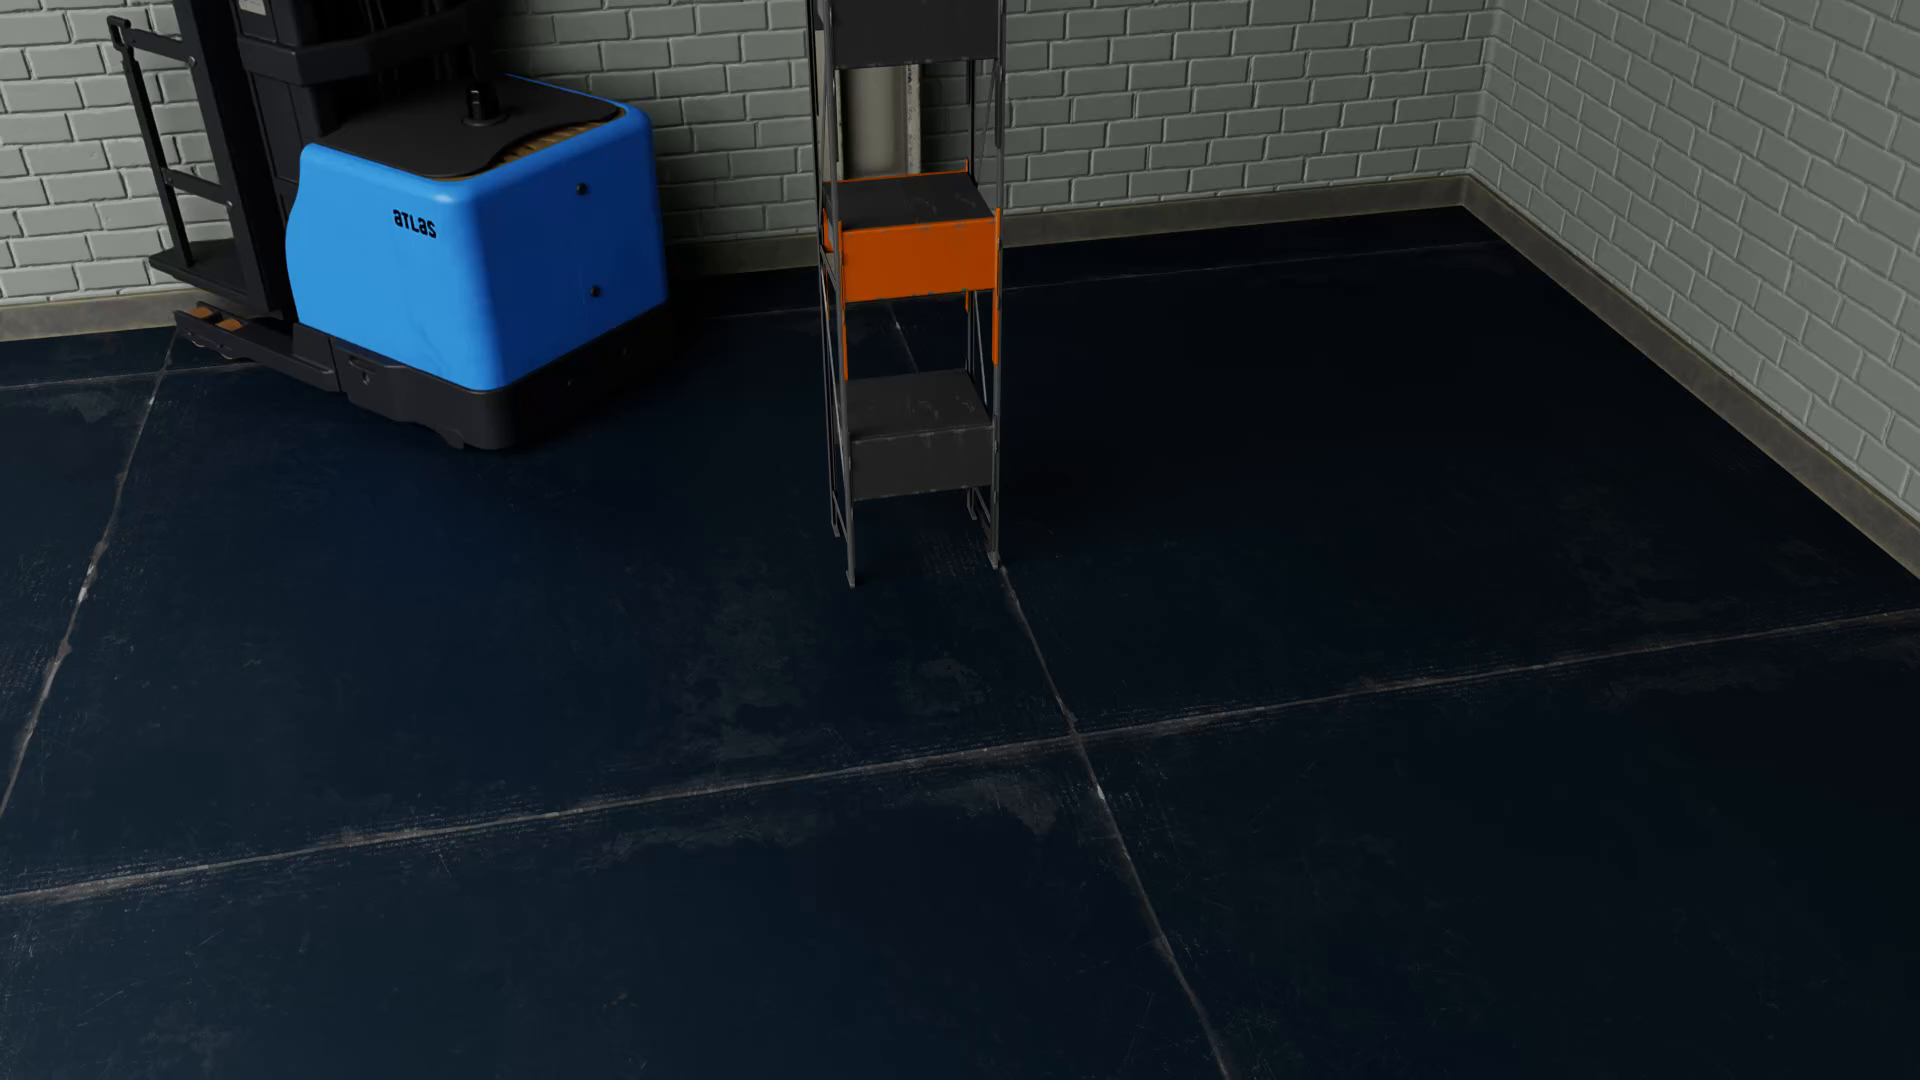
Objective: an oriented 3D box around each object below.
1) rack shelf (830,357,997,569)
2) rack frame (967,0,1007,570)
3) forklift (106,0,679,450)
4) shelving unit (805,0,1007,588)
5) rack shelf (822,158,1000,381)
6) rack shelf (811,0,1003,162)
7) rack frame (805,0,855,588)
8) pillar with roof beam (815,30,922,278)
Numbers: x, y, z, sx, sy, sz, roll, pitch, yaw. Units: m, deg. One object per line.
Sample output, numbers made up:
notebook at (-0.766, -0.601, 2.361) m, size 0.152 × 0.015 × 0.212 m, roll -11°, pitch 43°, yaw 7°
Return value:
rack shelf at (-0.161, -0.259, 5.532) m, size 0.480 × 0.518 × 0.431 m, roll -7°, pitch 35°, yaw -11°
rack frame at (0.077, -0.882, 5.179) m, size 0.015 × 2.100 × 0.400 m, roll -7°, pitch 35°, yaw -11°
forklift at (-2.649, -2.181, 6.370) m, size 3.031 × 2.935 × 1.130 m, roll 21°, pitch 39°, yaw 28°
shelving unit at (-0.161, -0.852, 5.135) m, size 0.503 × 2.100 × 0.431 m, roll -7°, pitch 35°, yaw -11°
rack shelf at (-0.161, -0.840, 5.142) m, size 0.480 × 0.518 × 0.431 m, roll -7°, pitch 35°, yaw -11°
rack shelf at (-0.161, -1.421, 4.752) m, size 0.480 × 0.518 × 0.431 m, roll -7°, pitch 35°, yaw -11°
rack frame at (-0.399, -0.822, 5.090) m, size 0.015 × 2.100 × 0.400 m, roll -7°, pitch 35°, yaw -11°
pillar with roof beam at (0.558, -2.621, 1.581) m, size 0.400 × 9.000 × 9.100 m, roll -7°, pitch 35°, yaw -11°
